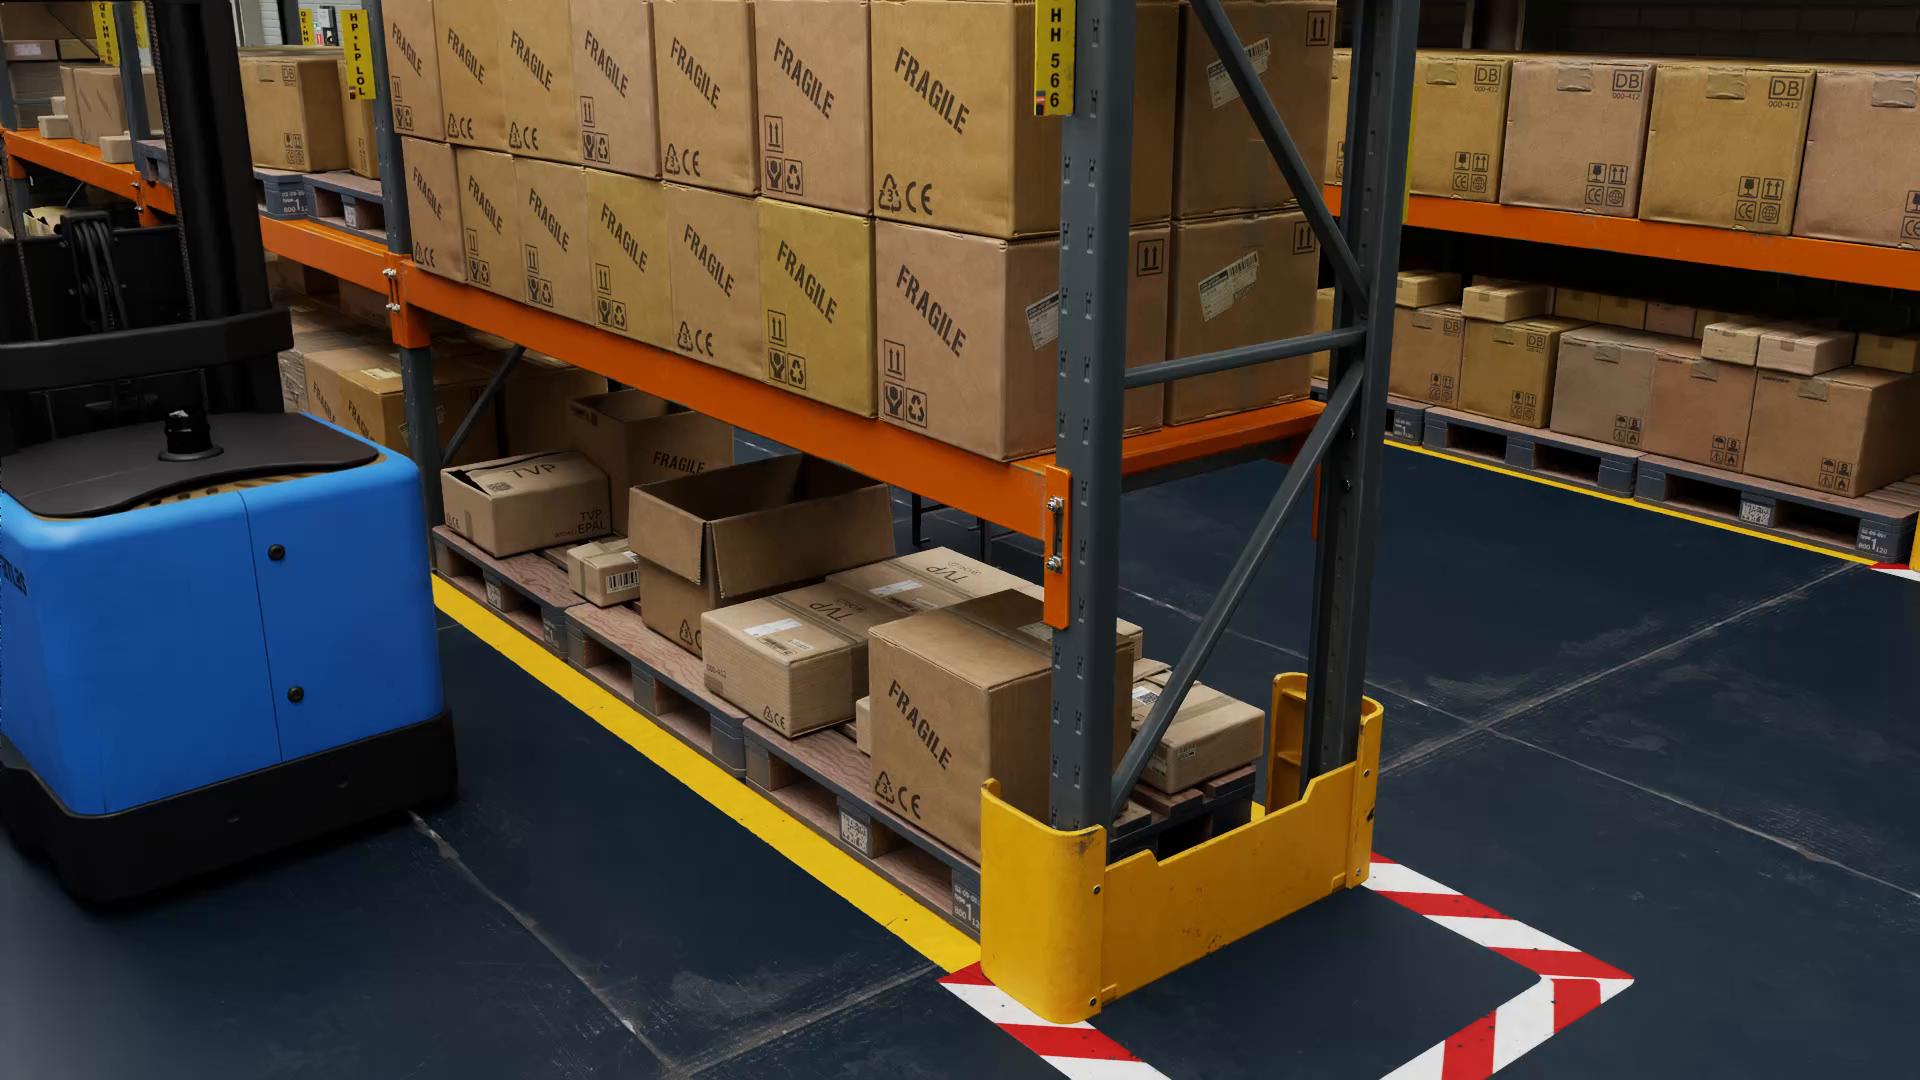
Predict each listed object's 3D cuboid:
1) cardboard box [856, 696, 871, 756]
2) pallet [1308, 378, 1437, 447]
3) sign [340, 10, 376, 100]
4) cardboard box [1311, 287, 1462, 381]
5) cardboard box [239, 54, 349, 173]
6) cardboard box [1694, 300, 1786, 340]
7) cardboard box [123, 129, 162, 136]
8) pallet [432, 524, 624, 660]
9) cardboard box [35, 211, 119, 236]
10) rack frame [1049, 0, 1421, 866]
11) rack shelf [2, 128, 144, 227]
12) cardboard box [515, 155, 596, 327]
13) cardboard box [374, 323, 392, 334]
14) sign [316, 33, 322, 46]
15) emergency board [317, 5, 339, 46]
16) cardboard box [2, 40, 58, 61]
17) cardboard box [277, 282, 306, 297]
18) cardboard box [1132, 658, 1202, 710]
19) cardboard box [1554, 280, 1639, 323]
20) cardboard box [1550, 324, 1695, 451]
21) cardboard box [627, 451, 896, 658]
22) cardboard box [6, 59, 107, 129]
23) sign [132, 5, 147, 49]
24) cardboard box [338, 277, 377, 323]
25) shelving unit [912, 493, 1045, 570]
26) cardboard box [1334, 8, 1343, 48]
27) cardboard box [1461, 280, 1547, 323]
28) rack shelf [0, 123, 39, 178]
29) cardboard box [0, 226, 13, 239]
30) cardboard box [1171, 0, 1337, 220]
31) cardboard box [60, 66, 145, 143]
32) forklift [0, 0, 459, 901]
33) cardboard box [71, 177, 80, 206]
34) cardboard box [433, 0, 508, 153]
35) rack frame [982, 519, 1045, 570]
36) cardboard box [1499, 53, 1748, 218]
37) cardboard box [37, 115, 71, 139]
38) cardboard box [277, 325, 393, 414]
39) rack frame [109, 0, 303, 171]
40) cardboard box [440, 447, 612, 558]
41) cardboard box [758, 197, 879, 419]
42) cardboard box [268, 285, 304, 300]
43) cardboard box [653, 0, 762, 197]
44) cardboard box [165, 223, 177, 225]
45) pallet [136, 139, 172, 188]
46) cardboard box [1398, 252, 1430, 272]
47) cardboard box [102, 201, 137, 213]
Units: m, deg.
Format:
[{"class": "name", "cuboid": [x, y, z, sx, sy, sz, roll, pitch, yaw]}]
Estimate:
[{"class": "cardboard box", "cuboid": [-0.076, 0.521, 4.825, 0.380, 0.166, 0.250, -14, 23, -36]}, {"class": "pallet", "cuboid": [2.444, -0.839, 9.560, 1.003, 0.211, 1.213, -14, 23, -36]}, {"class": "sign", "cuboid": [-2.280, -1.838, 6.299, 0.100, 0.325, 0.005, -14, 23, -36]}, {"class": "cardboard box", "cuboid": [2.417, -1.174, 9.444, 0.700, 0.500, 0.500, -14, 23, -35]}, {"class": "cardboard box", "cuboid": [-2.993, -2.068, 8.008, 0.500, 0.500, 0.700, 13, 23, 35]}, {"class": "cardboard box", "cuboid": [3.768, -1.048, 8.032, 0.380, 0.149, 0.250, -14, 23, -36]}, {"class": "cardboard box", "cuboid": [-5.167, -2.567, 10.743, 0.380, 0.149, 0.250, -12, 22, -32]}, {"class": "pallet", "cuboid": [-1.422, 0.096, 6.738, 1.003, 0.211, 1.213, -14, 23, -36]}, {"class": "cardboard box", "cuboid": [-6.447, -2.254, 12.213, 0.500, 0.311, 0.500, -14, 23, -37]}, {"class": "rack frame", "cuboid": [0.636, -0.412, 3.835, 1.000, 3.000, 0.127, -14, 23, -36]}, {"class": "rack shelf", "cuboid": [-5.573, -2.535, 11.389, 1.077, 0.370, 4.000, -14, 23, -36]}, {"class": "cardboard box", "cuboid": [-1.115, -1.017, 5.503, 0.500, 0.500, 0.500, -14, 23, -36]}, {"class": "cardboard box", "cuboid": [-2.601, -0.840, 8.405, 0.500, 0.500, 0.500, -14, 23, -35]}, {"class": "sign", "cuboid": [-9.797, -7.587, 25.446, 0.001, 0.329, 0.234, -14, 23, -36]}, {"class": "emergency board", "cuboid": [-9.535, -7.413, 24.979, 0.194, 1.169, 0.643, -14, 23, -36]}, {"class": "cardboard box", "cuboid": [-7.152, -3.749, 12.723, 0.380, 0.149, 0.250, -14, 23, -36]}, {"class": "cardboard box", "cuboid": [-3.566, -1.221, 9.554, 0.500, 0.500, 0.500, -13, 22, -34]}, {"class": "cardboard box", "cuboid": [0.490, 0.492, 4.911, 0.380, 0.166, 0.250, -14, 23, -36]}, {"class": "cardboard box", "cuboid": [3.293, -1.236, 8.600, 0.380, 0.149, 0.250, -14, 23, -37]}, {"class": "cardboard box", "cuboid": [3.380, -0.792, 8.292, 0.700, 0.500, 0.500, -15, 23, -38]}, {"class": "cardboard box", "cuboid": [-0.677, 0.041, 5.739, 0.797, 0.503, 0.637, -14, 23, -36]}, {"class": "cardboard box", "cuboid": [-7.095, -3.524, 13.075, 0.700, 0.500, 0.500, -15, 23, -38]}, {"class": "sign", "cuboid": [-6.395, -3.989, 12.922, 0.100, 0.325, 0.005, -14, 23, -36]}, {"class": "cardboard box", "cuboid": [-2.890, -1.312, 8.638, 0.500, 0.250, 0.500, -15, 23, -37]}, {"class": "shelving unit", "cuboid": [0.103, -0.956, 6.909, 0.431, 2.100, 0.503, -14, 23, -36]}, {"class": "cardboard box", "cuboid": [1.952, -3.084, 10.046, 0.500, 0.250, 0.500, -13, 22, -34]}, {"class": "cardboard box", "cuboid": [2.811, -1.233, 8.591, 0.380, 0.149, 0.250, -15, 23, -38]}, {"class": "rack shelf", "cuboid": [-8.057, -3.520, 14.366, 1.077, 0.370, 4.000, -14, 23, -36]}, {"class": "cardboard box", "cuboid": [-7.577, -2.460, 13.725, 0.500, 0.250, 0.500, -14, 23, -36]}, {"class": "cardboard box", "cuboid": [0.567, -1.095, 4.147, 0.500, 0.500, 0.500, -13, 22, -34]}, {"class": "cardboard box", "cuboid": [-6.024, -3.094, 11.776, 0.500, 0.500, 0.500, -12, 22, -32]}, {"class": "forklift", "cuboid": [-2.859, -0.836, 5.226, 1.130, 2.935, 3.031, -16, 24, -40]}, {"class": "cardboard box", "cuboid": [-7.174, -2.916, 13.910, 0.500, 0.500, 0.500, -14, 23, -36]}, {"class": "cardboard box", "cuboid": [-1.455, -1.622, 5.738, 0.500, 0.500, 0.500, -15, 23, -38]}, {"class": "rack frame", "cuboid": [0.254, -0.896, 6.728, 0.400, 2.100, 0.015, -14, 23, -36]}, {"class": "cardboard box", "cuboid": [3.266, -2.013, 8.191, 0.980, 0.700, 0.700, -15, 24, -39]}, {"class": "cardboard box", "cuboid": [-6.425, -2.991, 12.024, 0.380, 0.149, 0.250, -14, 23, -36]}, {"class": "cardboard box", "cuboid": [-2.990, -0.733, 8.080, 0.500, 0.500, 0.500, -14, 23, -35]}, {"class": "rack frame", "cuboid": [-4.331, -2.383, 9.788, 1.000, 3.000, 0.127, -14, 23, -36]}, {"class": "cardboard box", "cuboid": [-1.757, -0.184, 6.725, 0.500, 0.311, 0.500, -14, 23, -36]}, {"class": "cardboard box", "cuboid": [-0.180, -0.644, 4.376, 0.500, 0.500, 0.500, -14, 23, -36]}, {"class": "cardboard box", "cuboid": [-3.943, -1.110, 9.218, 0.500, 0.500, 0.500, -15, 24, -38]}, {"class": "cardboard box", "cuboid": [-0.496, -1.241, 4.589, 0.500, 0.500, 0.500, -13, 22, -35]}, {"class": "cardboard box", "cuboid": [-5.393, -2.110, 11.778, 0.500, 0.311, 0.500, -14, 23, -37]}, {"class": "pallet", "cuboid": [-3.855, -2.139, 9.355, 1.213, 0.211, 1.003, -14, 23, -36]}, {"class": "cardboard box", "cuboid": [2.483, -1.556, 9.567, 0.380, 0.149, 0.250, -14, 23, -36]}, {"class": "cardboard box", "cuboid": [-6.339, -2.485, 12.910, 0.500, 0.311, 0.500, -14, 23, -36]}]
